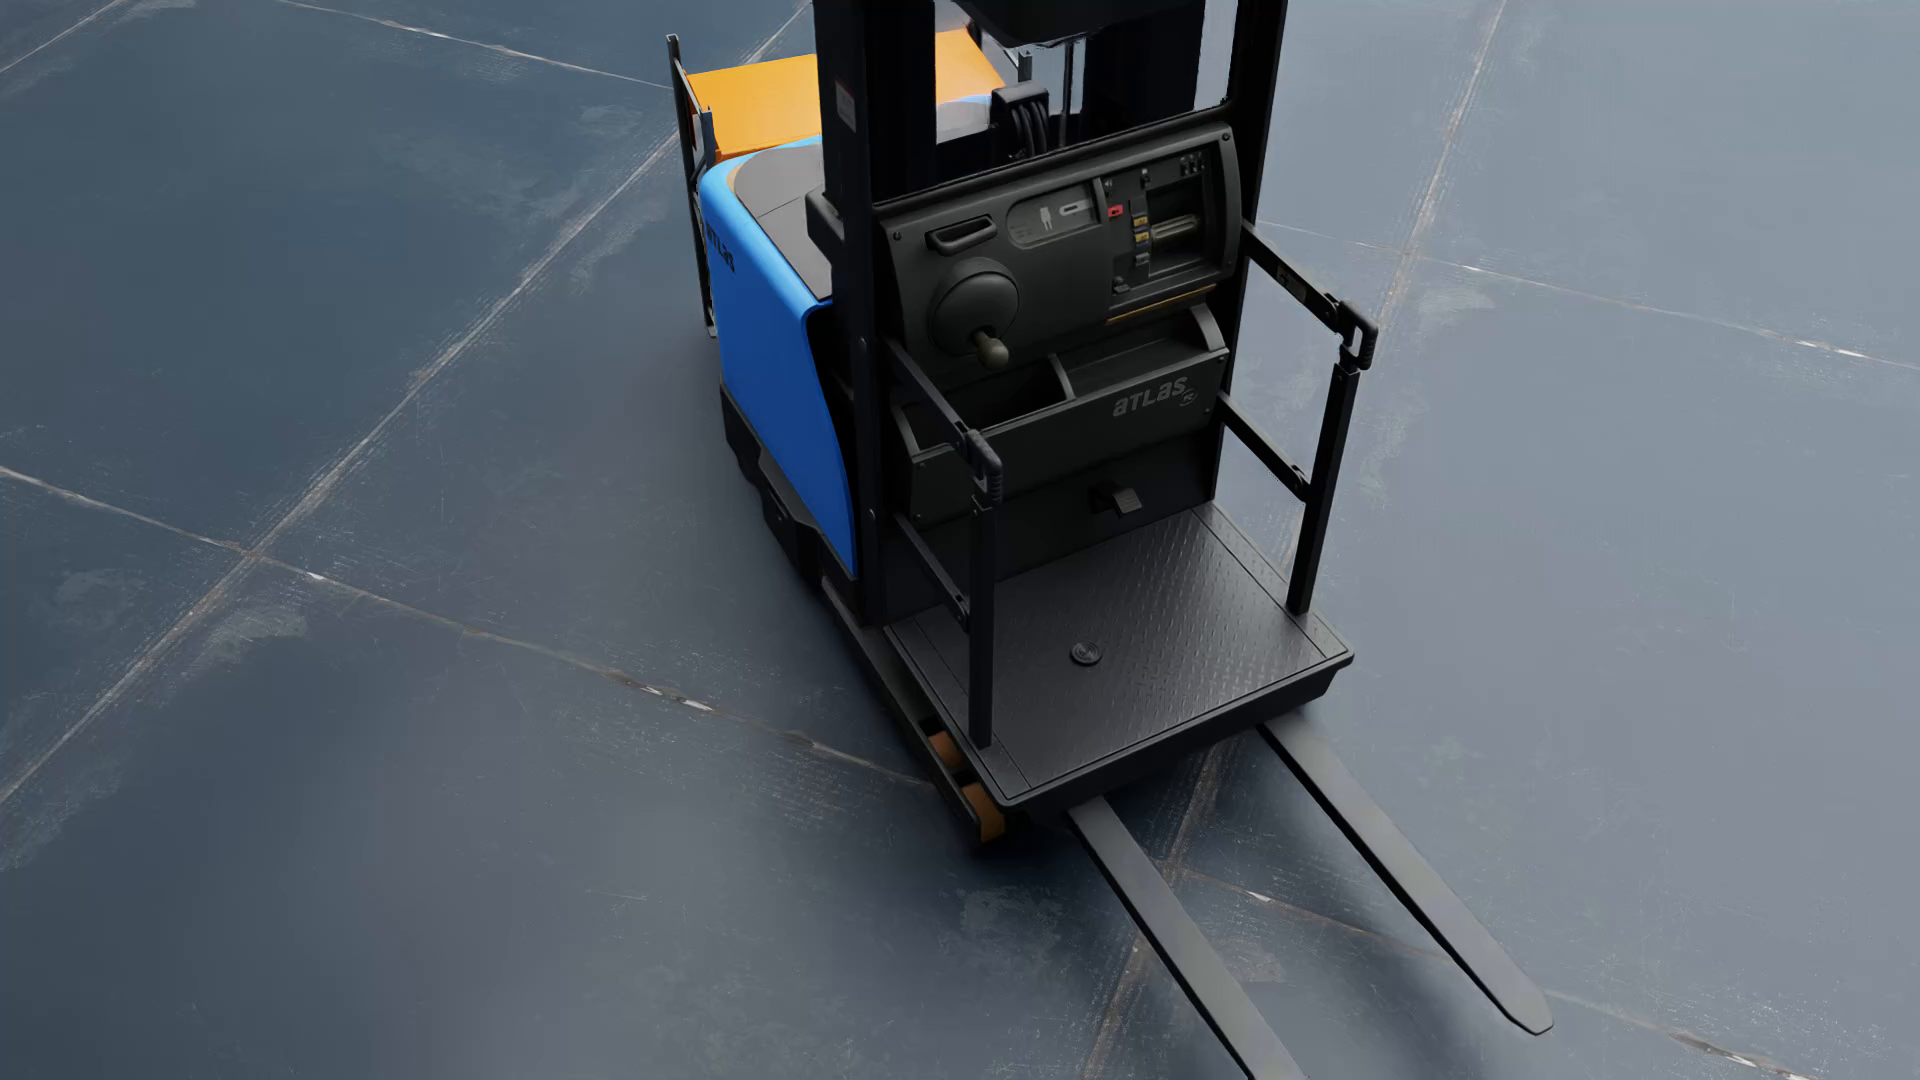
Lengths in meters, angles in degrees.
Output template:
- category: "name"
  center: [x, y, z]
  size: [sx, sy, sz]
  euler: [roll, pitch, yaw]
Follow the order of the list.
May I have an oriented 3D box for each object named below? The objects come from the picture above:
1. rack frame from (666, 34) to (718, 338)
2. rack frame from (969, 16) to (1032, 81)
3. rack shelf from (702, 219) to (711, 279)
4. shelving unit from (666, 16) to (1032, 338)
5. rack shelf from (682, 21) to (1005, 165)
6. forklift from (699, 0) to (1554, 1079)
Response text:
- category: "rack frame"
  center: [-0.833, -1.036, 5.494]
  size: [0.032, 1.125, 0.500]
  euler: [-14, 47, -14]
- category: "rack frame"
  center: [0.126, -1.274, 5.733]
  size: [0.032, 1.125, 0.500]
  euler: [-14, 47, -14]
- category: "rack shelf"
  center: [-0.353, -0.982, 5.786]
  size: [1.000, 0.278, 0.538]
  euler: [-14, 47, -14]
- category: "shelving unit"
  center: [-0.353, -1.155, 5.613]
  size: [1.048, 1.125, 0.538]
  euler: [-14, 47, -14]
- category: "rack shelf"
  center: [-0.353, -1.362, 5.407]
  size: [1.000, 0.278, 0.538]
  euler: [-14, 47, -14]
- category: "forklift"
  center: [0.362, -0.601, 3.776]
  size: [1.130, 2.935, 3.031]
  euler: [-21, 48, -19]
